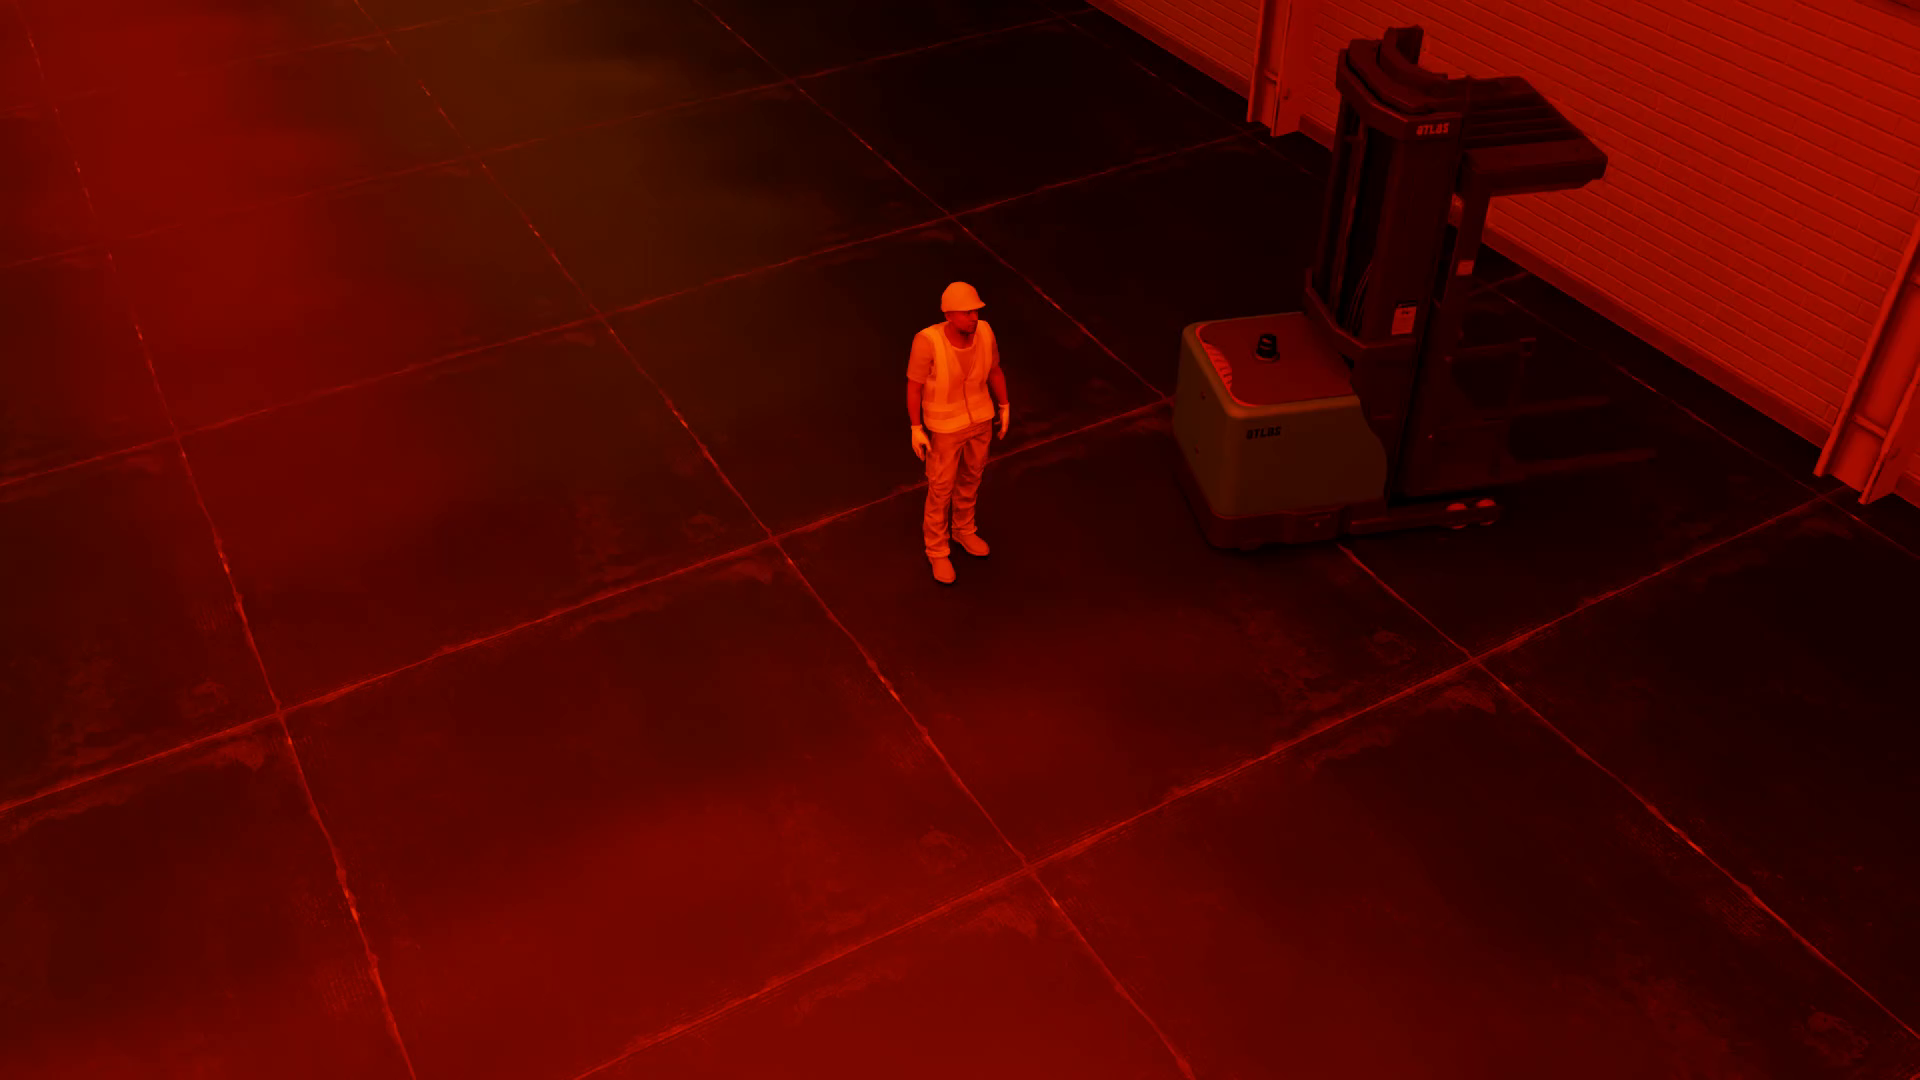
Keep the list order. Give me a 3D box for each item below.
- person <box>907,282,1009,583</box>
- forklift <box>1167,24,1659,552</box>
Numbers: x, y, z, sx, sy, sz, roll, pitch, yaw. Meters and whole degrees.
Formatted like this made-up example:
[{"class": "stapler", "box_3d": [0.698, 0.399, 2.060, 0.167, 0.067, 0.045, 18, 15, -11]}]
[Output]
[{"class": "person", "box_3d": [0.029, -0.649, 9.706, 0.657, 1.785, 0.575, -20, 44, -23]}, {"class": "forklift", "box_3d": [2.924, -1.522, 9.871, 3.031, 2.935, 1.130, -7, 40, -9]}]
